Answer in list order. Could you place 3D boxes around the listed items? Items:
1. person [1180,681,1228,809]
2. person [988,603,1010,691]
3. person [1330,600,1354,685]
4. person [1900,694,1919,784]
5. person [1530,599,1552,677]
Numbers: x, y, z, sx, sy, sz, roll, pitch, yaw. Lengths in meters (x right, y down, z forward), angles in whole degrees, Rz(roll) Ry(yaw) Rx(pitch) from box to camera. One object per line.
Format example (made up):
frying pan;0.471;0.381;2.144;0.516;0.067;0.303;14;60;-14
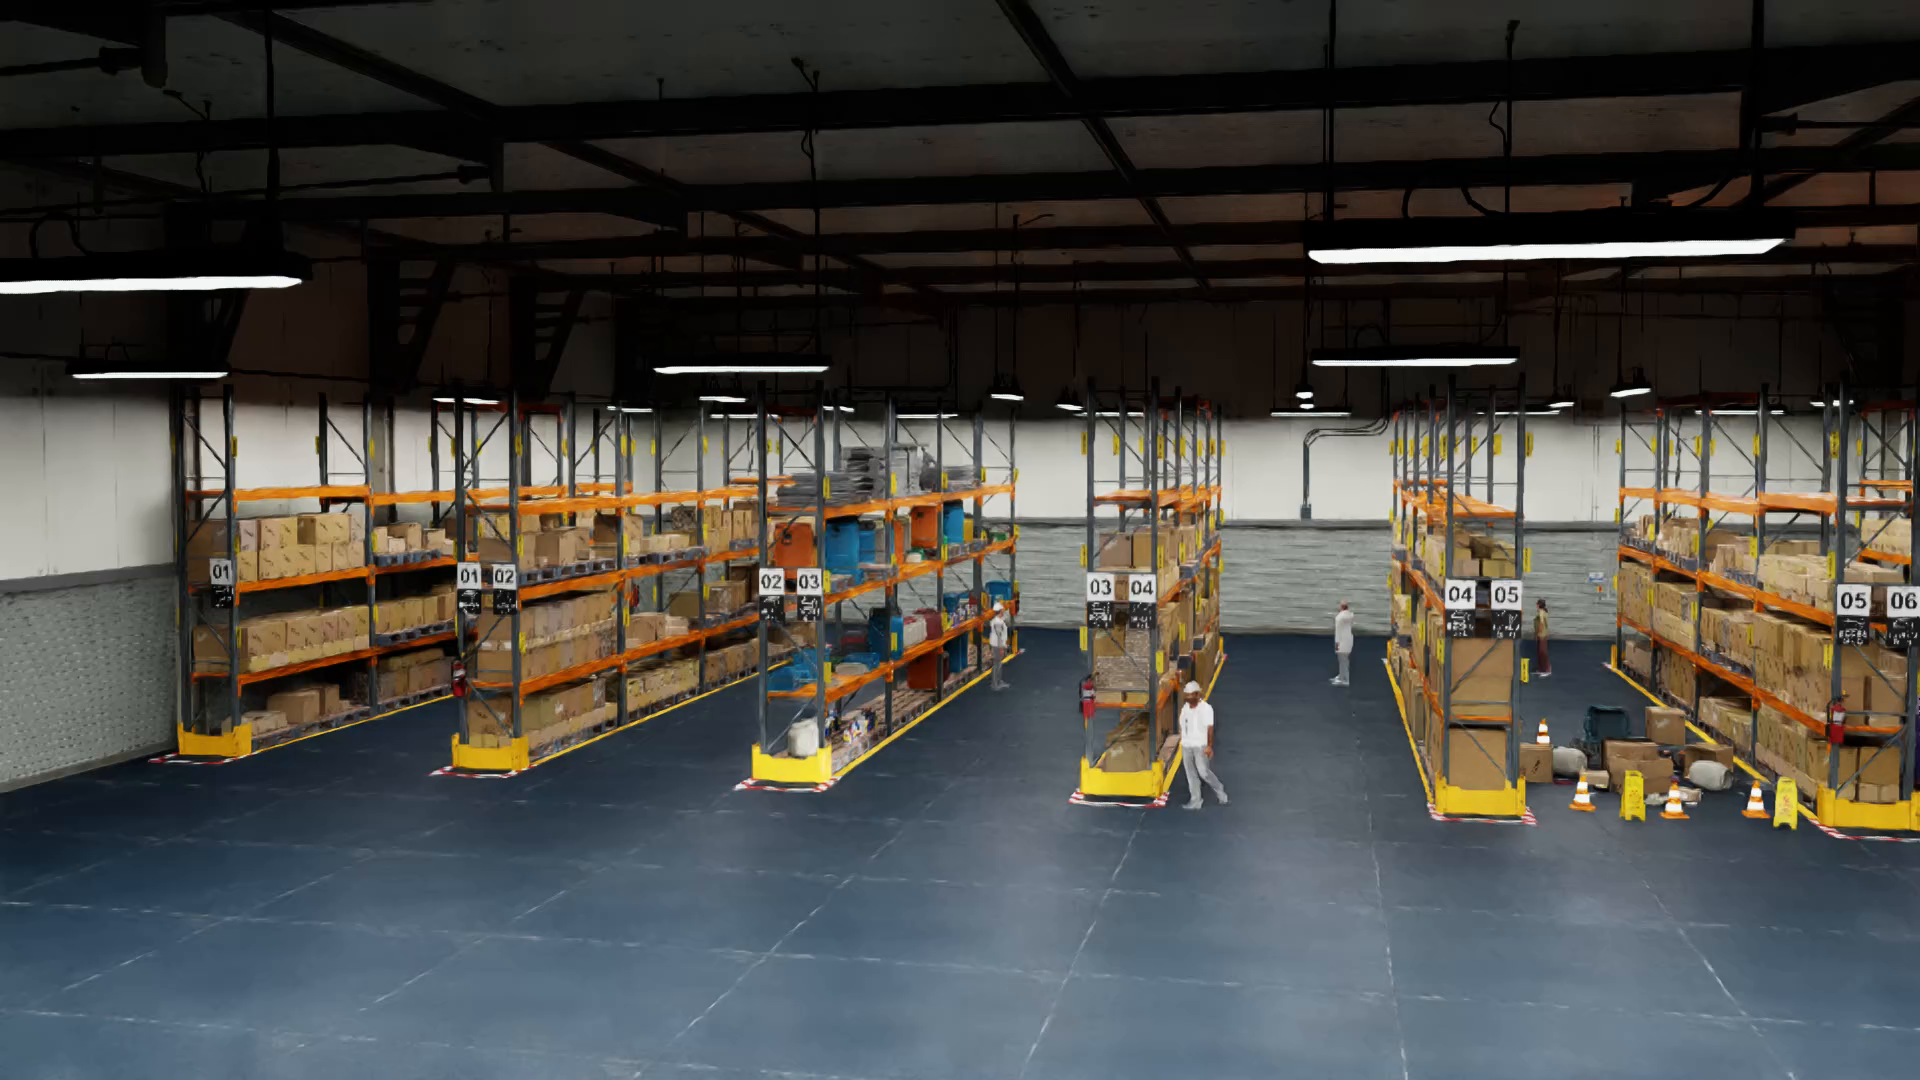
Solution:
person;3.356;2.832;23.092;0.617;1.760;0.639;-2;4;-37
person;0.830;2.181;34.266;0.463;1.782;0.598;0;3;-7
person;8.012;2.142;34.960;0.550;1.782;0.636;3;4;42
person;14.160;2.795;24.765;0.470;1.631;0.523;3;4;43
person;12.714;2.136;36.325;0.464;1.695;0.470;1;4;25
